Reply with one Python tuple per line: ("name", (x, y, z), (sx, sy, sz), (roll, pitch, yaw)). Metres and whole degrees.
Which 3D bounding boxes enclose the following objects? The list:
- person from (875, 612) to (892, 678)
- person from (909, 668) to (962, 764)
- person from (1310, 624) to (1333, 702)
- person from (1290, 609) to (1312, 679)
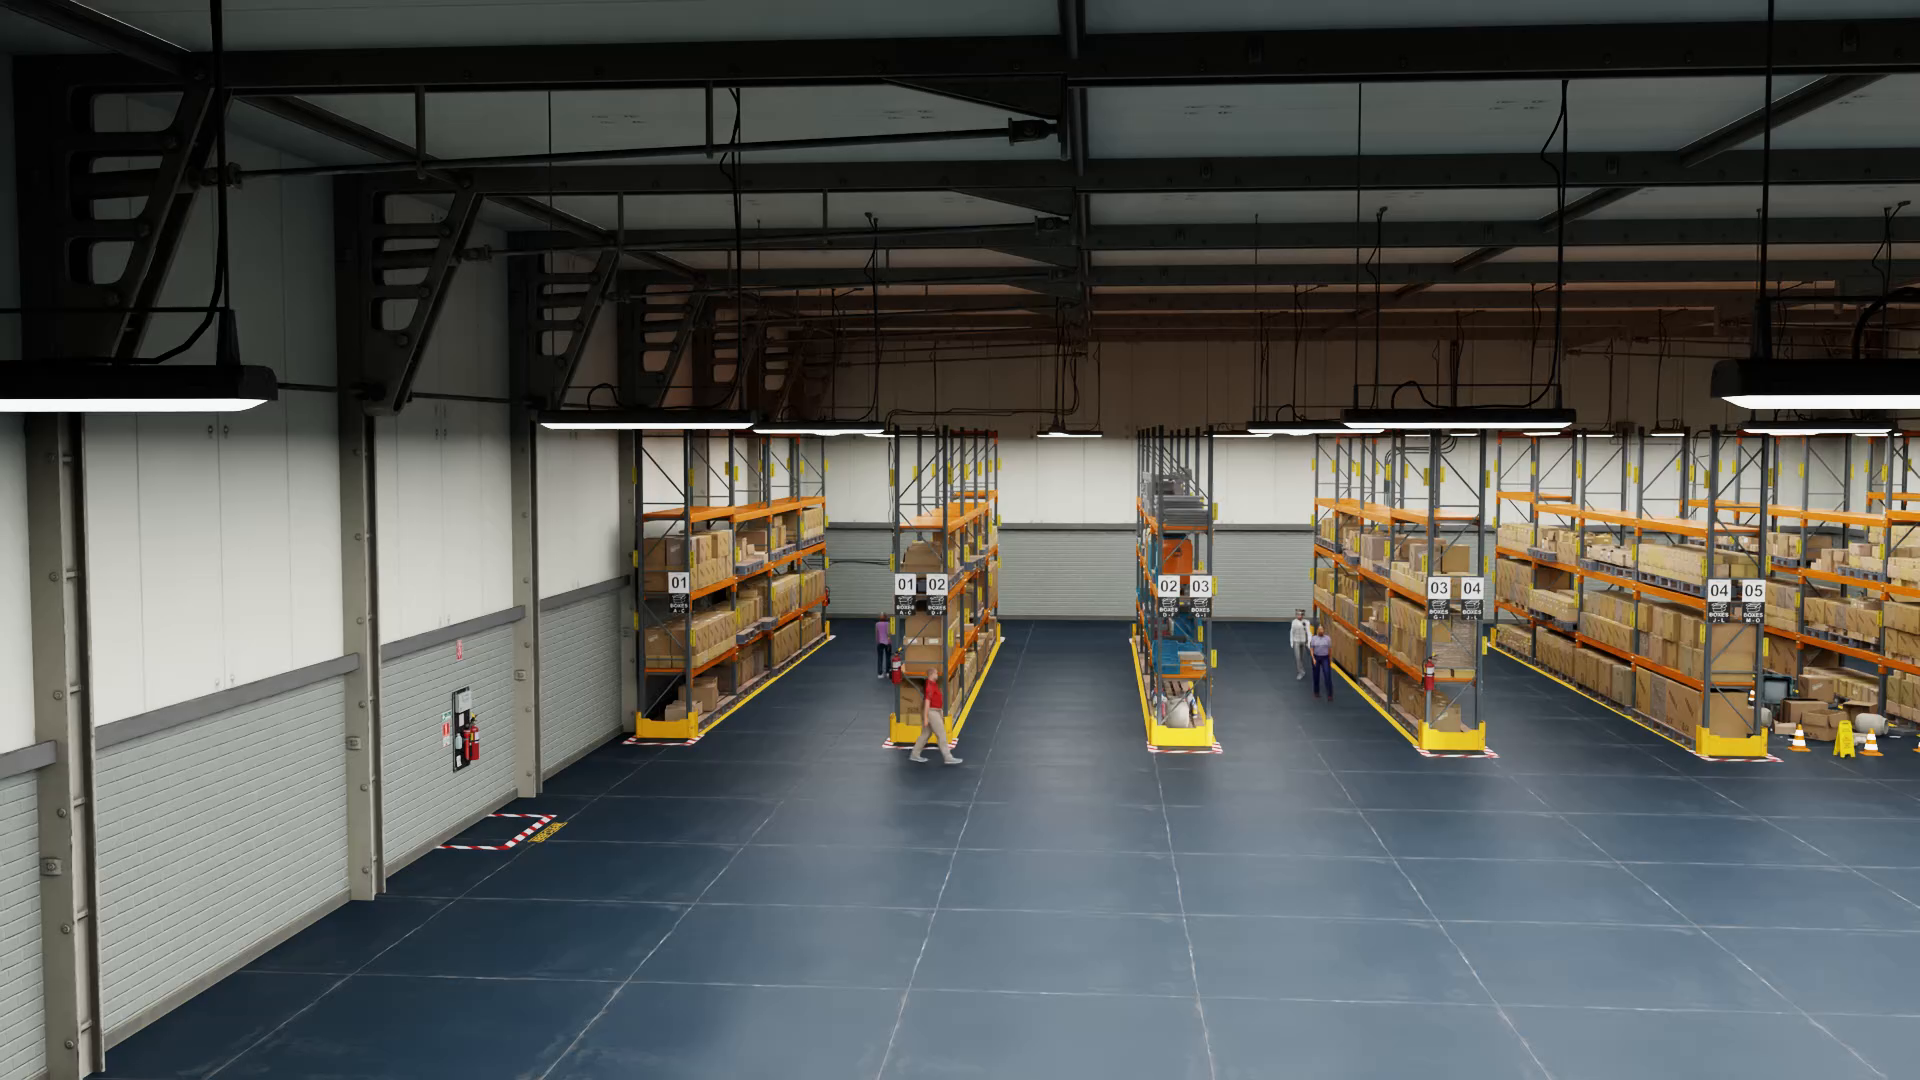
("person", (-1.832, 2.527, 40.027), (0.424, 1.578, 0.775), (0, 3, -1))
("person", (-0.438, 3.092, 29.409), (0.900, 1.686, 0.589), (-1, 3, -9))
("person", (7.995, 2.702, 36.759), (0.528, 1.673, 0.643), (1, 4, 15))
("person", (8.228, 2.498, 40.128), (0.513, 1.694, 0.714), (1, 4, 14))
